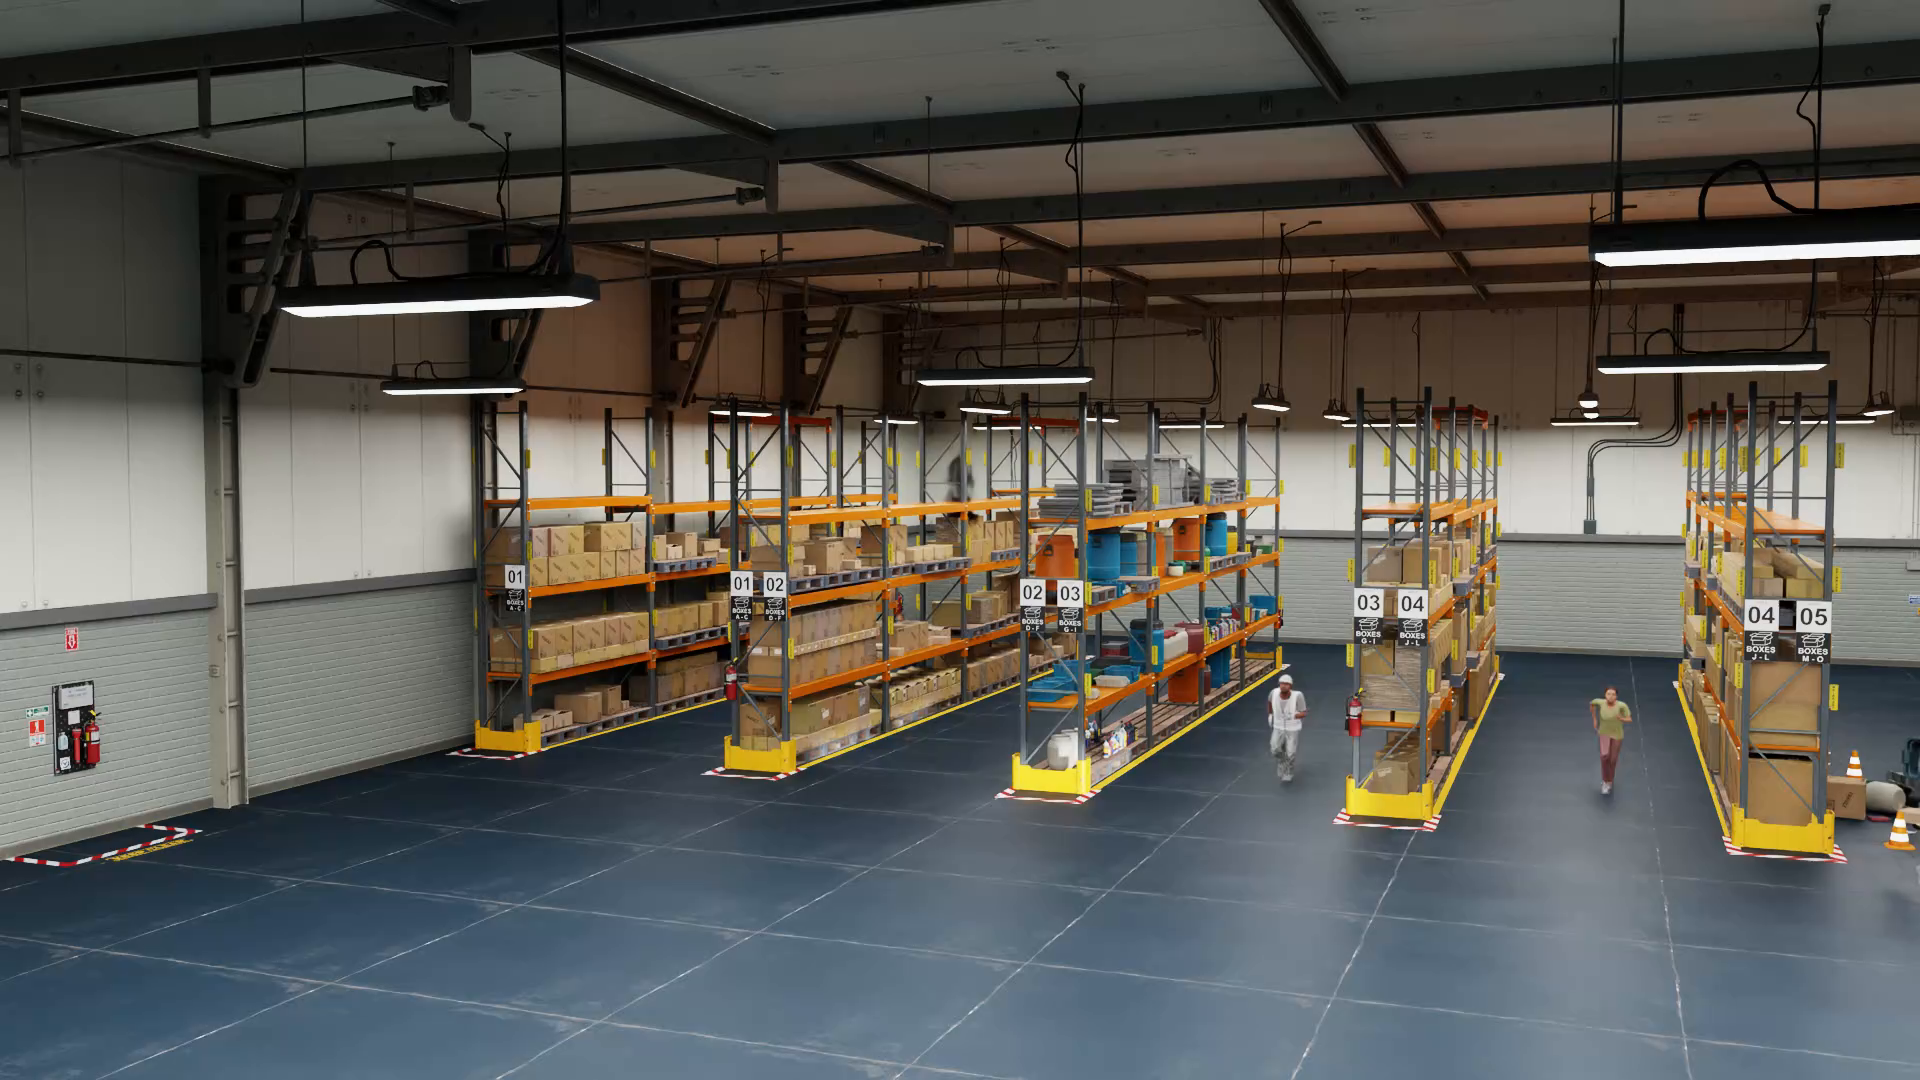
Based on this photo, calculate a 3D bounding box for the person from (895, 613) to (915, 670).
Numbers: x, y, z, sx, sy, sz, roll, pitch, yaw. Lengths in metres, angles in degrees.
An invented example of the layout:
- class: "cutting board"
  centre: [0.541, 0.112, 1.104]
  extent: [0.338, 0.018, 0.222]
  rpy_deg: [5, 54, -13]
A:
- class: "person"
  centre: [-1.242, 2.410, 37.293]
  extent: [0.591, 1.601, 0.714]
  rpy_deg: [1, 3, 26]

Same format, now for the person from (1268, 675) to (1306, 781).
- class: "person"
  centre: [4.972, 2.882, 25.395]
  extent: [0.636, 1.682, 0.775]
  rpy_deg: [1, 3, 21]

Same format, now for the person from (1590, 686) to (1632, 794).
- class: "person"
  centre: [9.743, 2.967, 24.916]
  extent: [0.570, 1.627, 0.878]
  rpy_deg: [1, 3, 17]

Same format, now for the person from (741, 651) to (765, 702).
- class: "person"
  centre: [-3.661, 2.642, 30.683]
  extent: [0.726, 1.760, 0.948]
  rpy_deg: [1, 3, 20]
